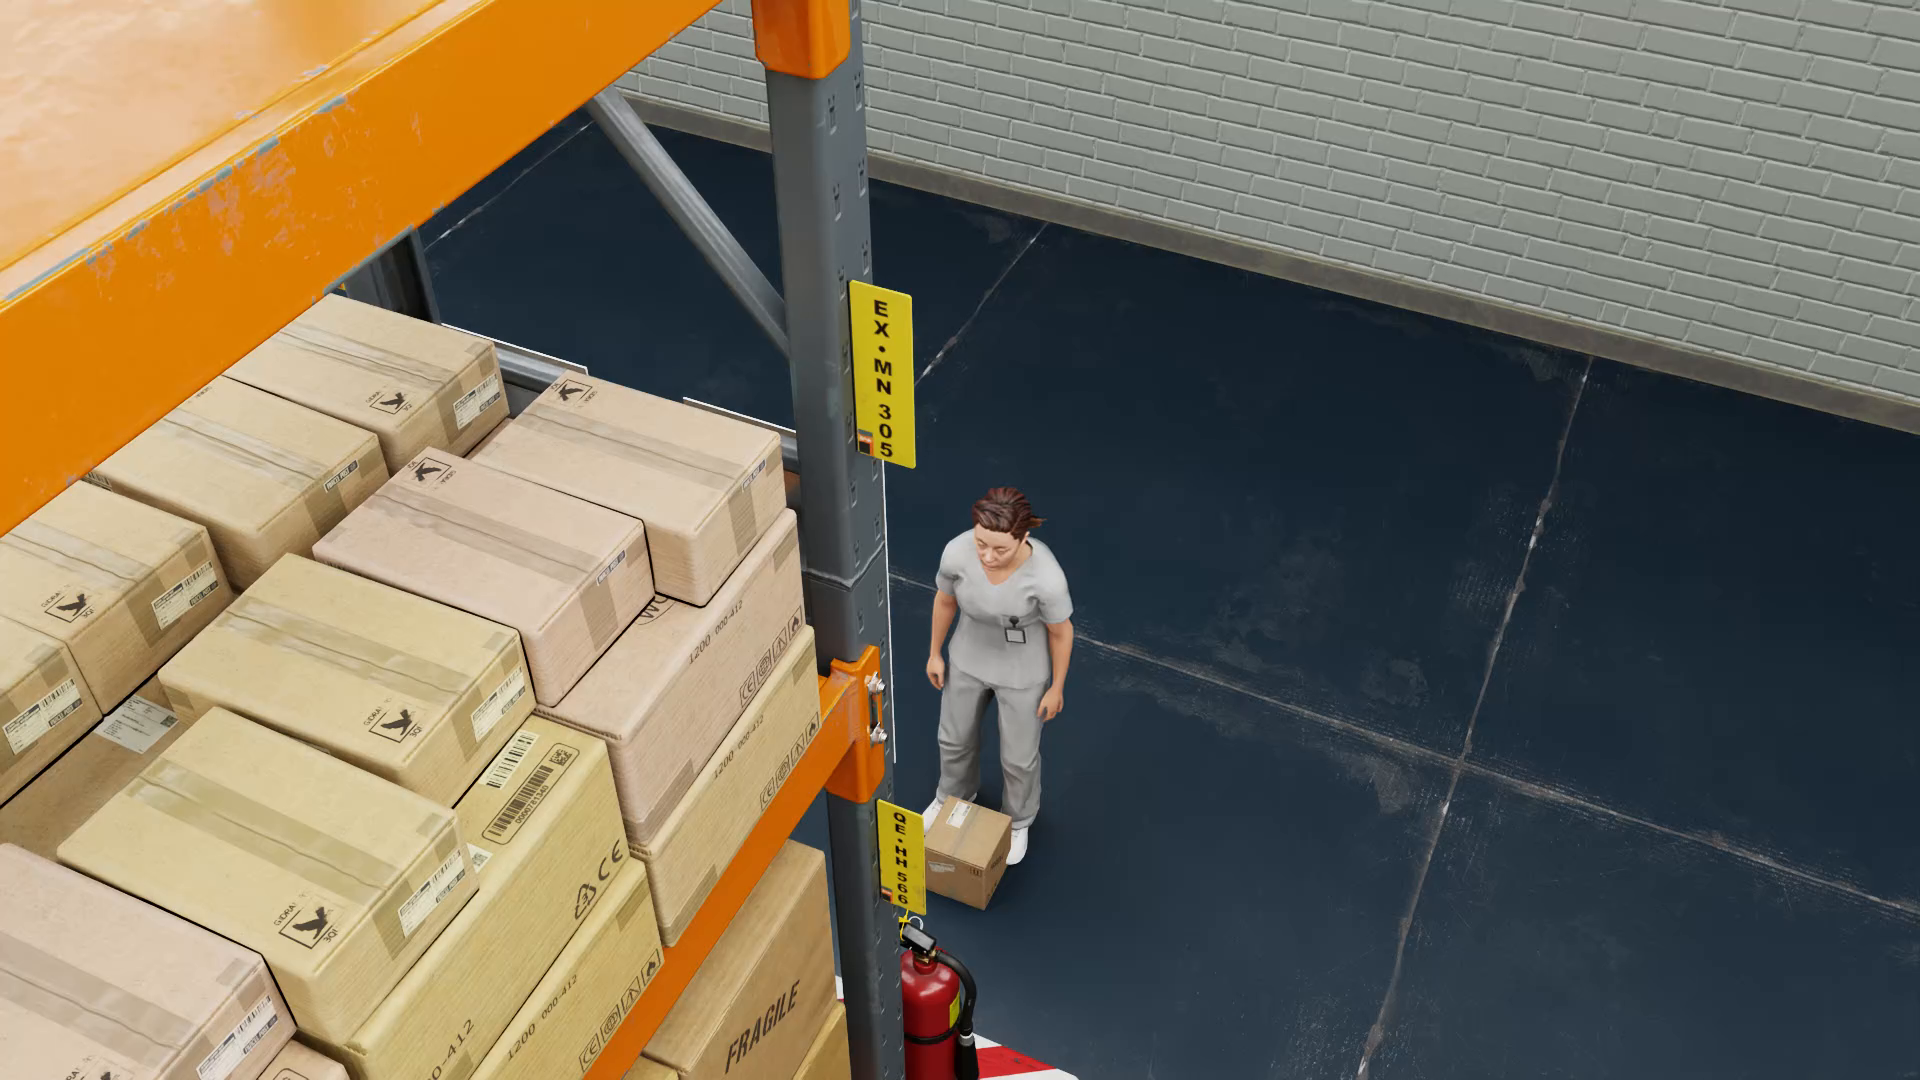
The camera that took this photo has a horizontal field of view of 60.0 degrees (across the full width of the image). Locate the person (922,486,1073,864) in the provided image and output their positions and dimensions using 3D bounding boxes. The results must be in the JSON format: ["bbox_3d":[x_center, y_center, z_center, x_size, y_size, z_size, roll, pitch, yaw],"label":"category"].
[{"bbox_3d":[0.123,0.444,5.670,0.512,1.673,0.351,16,44,16],"label":"person"}]
